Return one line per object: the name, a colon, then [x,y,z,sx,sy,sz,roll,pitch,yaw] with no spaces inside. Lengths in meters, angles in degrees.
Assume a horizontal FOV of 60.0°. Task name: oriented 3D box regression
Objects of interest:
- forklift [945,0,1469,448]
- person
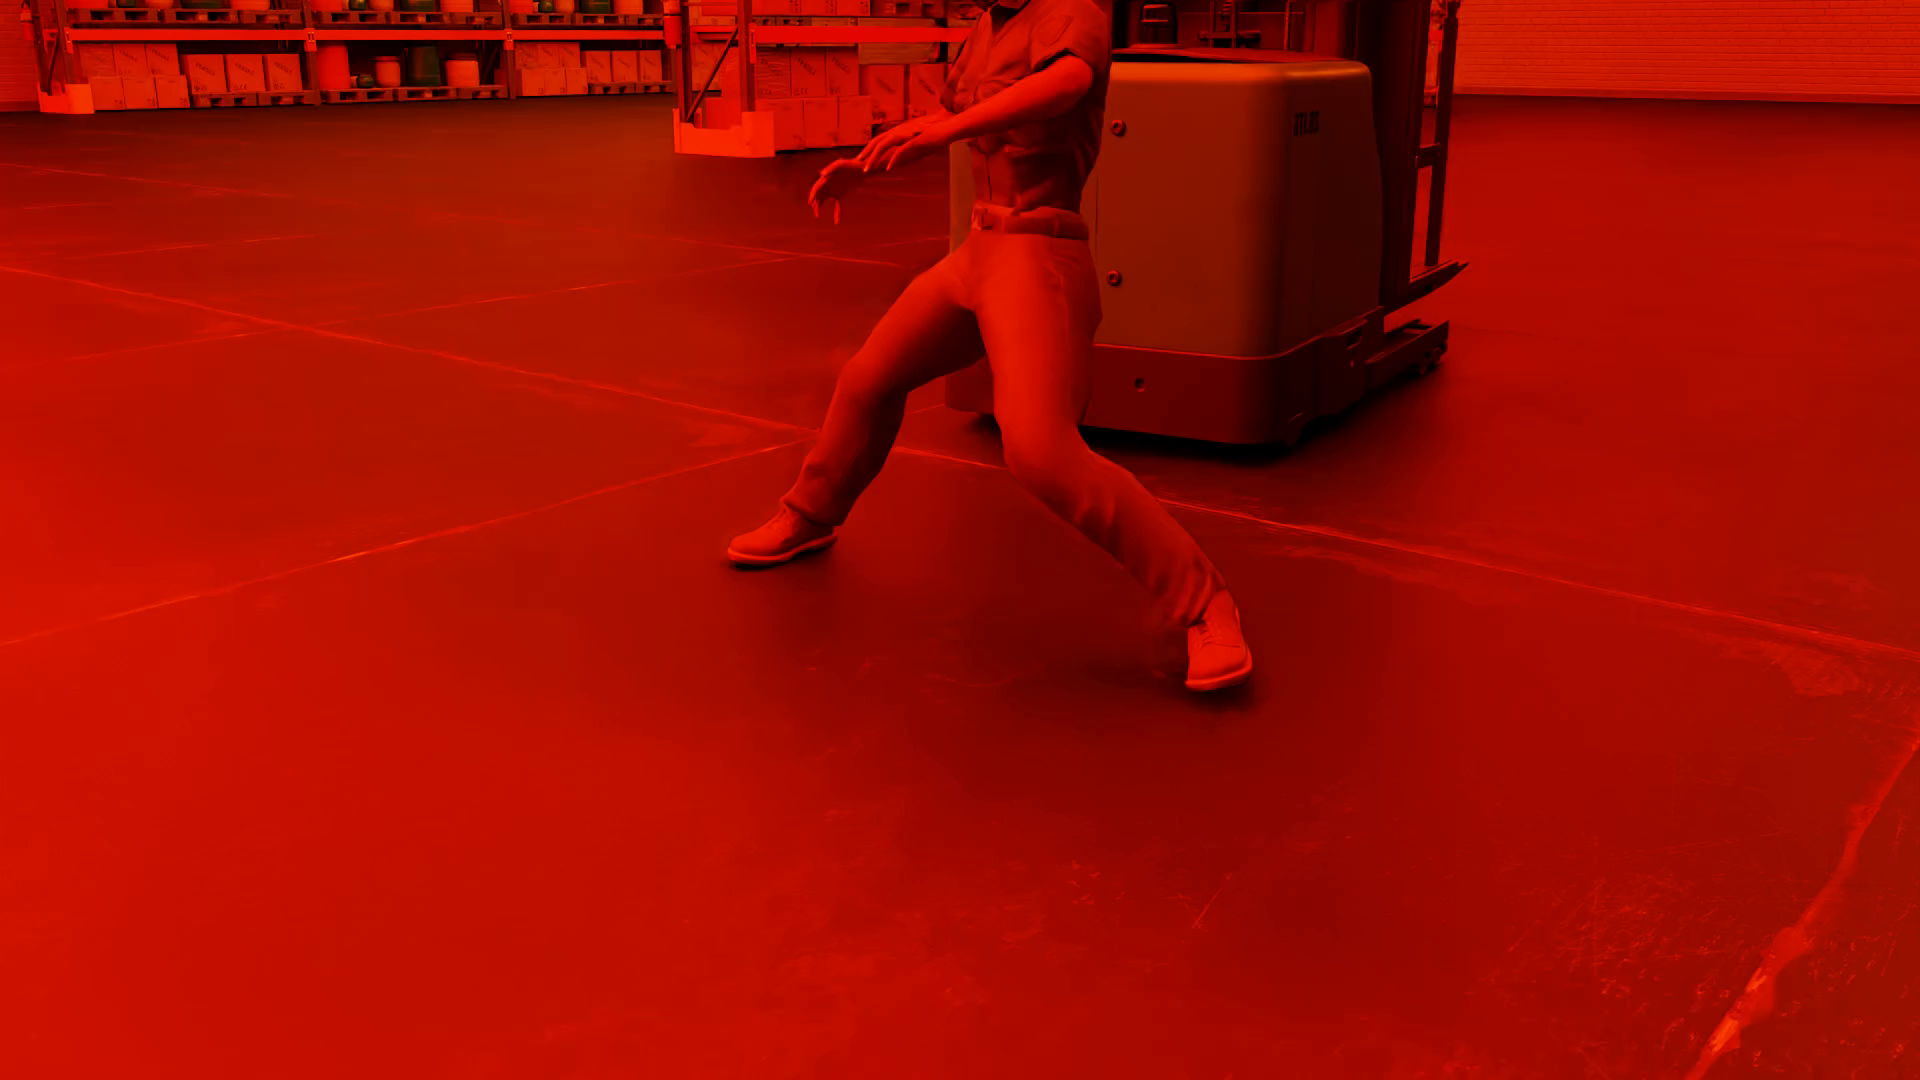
forklift: [1.120,-2.041,5.619,1.130,2.935,3.031,9,19,28]
person: [0.015,-0.536,3.211,0.791,1.445,1.250,-6,18,-18]
